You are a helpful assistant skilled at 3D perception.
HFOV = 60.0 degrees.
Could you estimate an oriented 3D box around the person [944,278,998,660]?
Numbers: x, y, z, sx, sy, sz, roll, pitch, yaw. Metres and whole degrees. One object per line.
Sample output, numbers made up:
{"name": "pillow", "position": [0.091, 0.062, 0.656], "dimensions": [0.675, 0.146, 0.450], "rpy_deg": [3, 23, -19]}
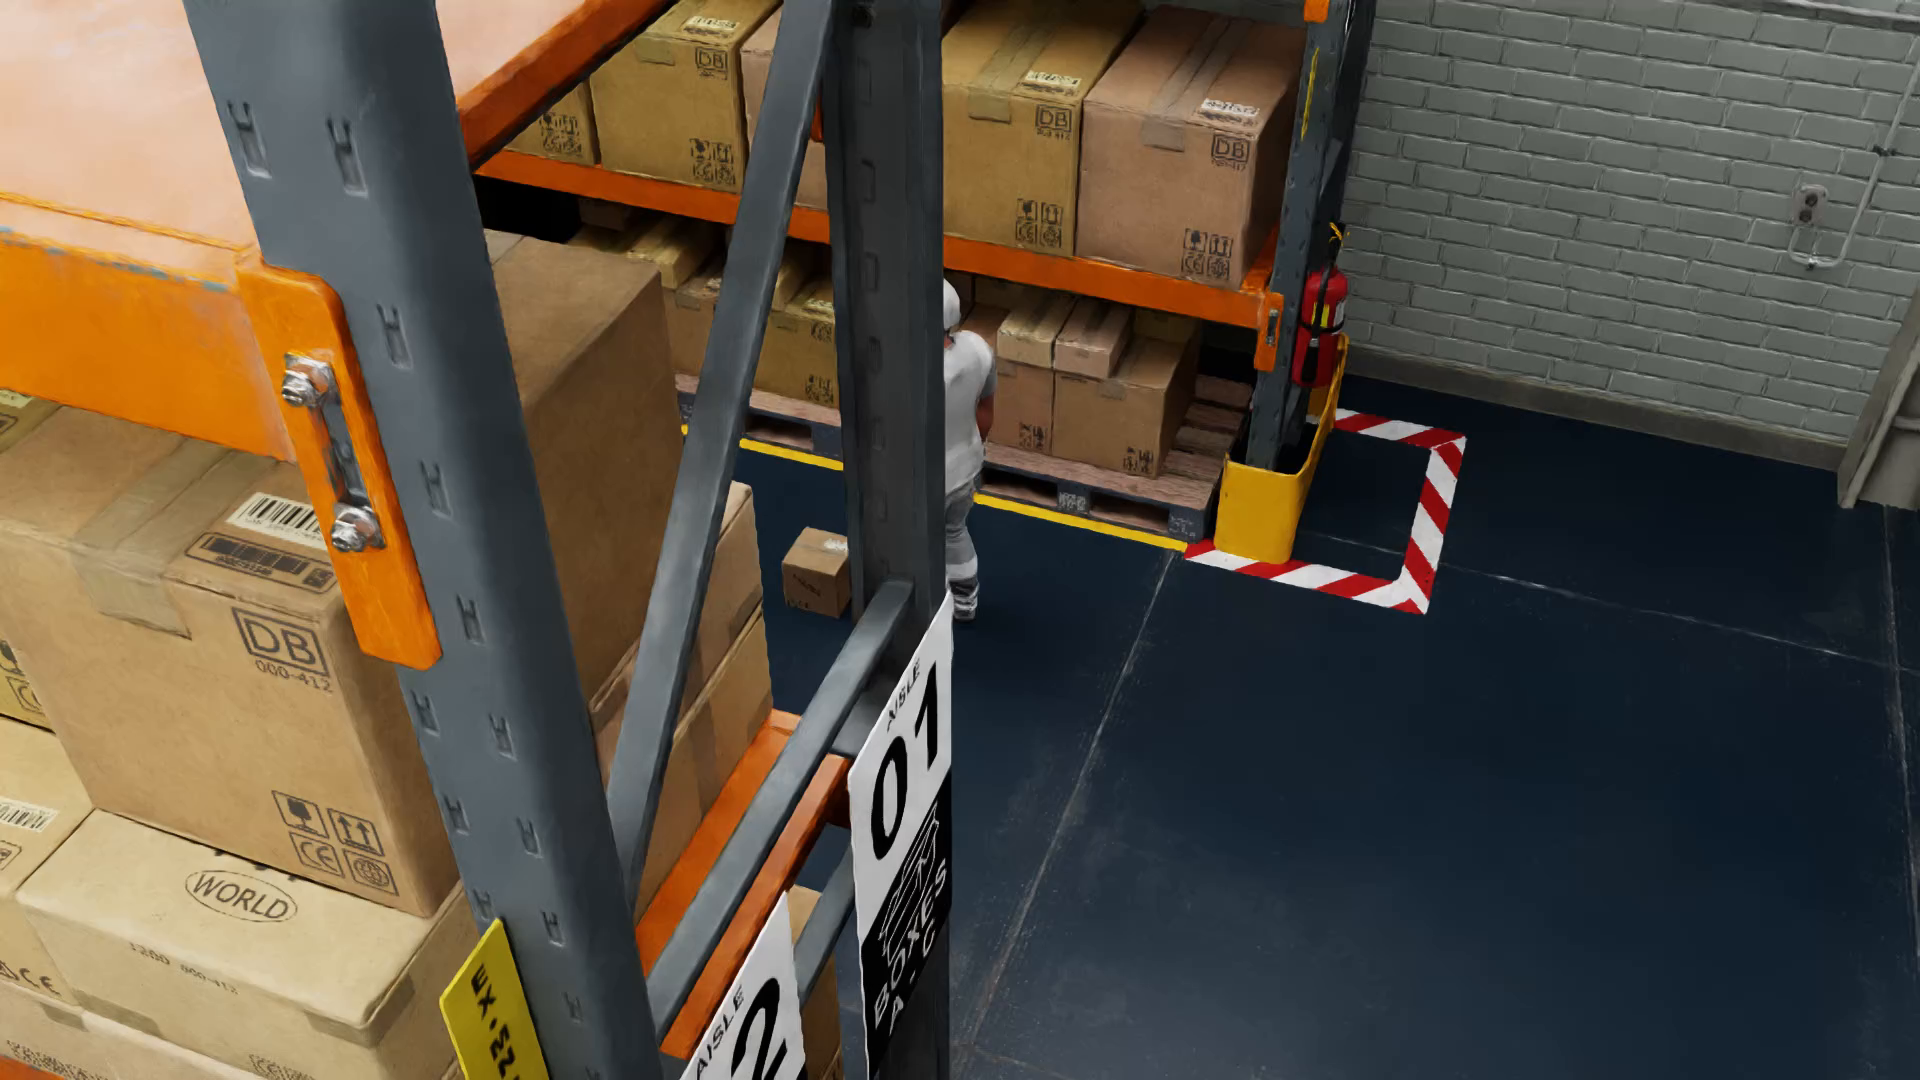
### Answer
{"name": "person", "position": [-0.135, -0.276, 6.442], "dimensions": [0.423, 1.794, 0.569], "rpy_deg": [31, 50, 31]}
